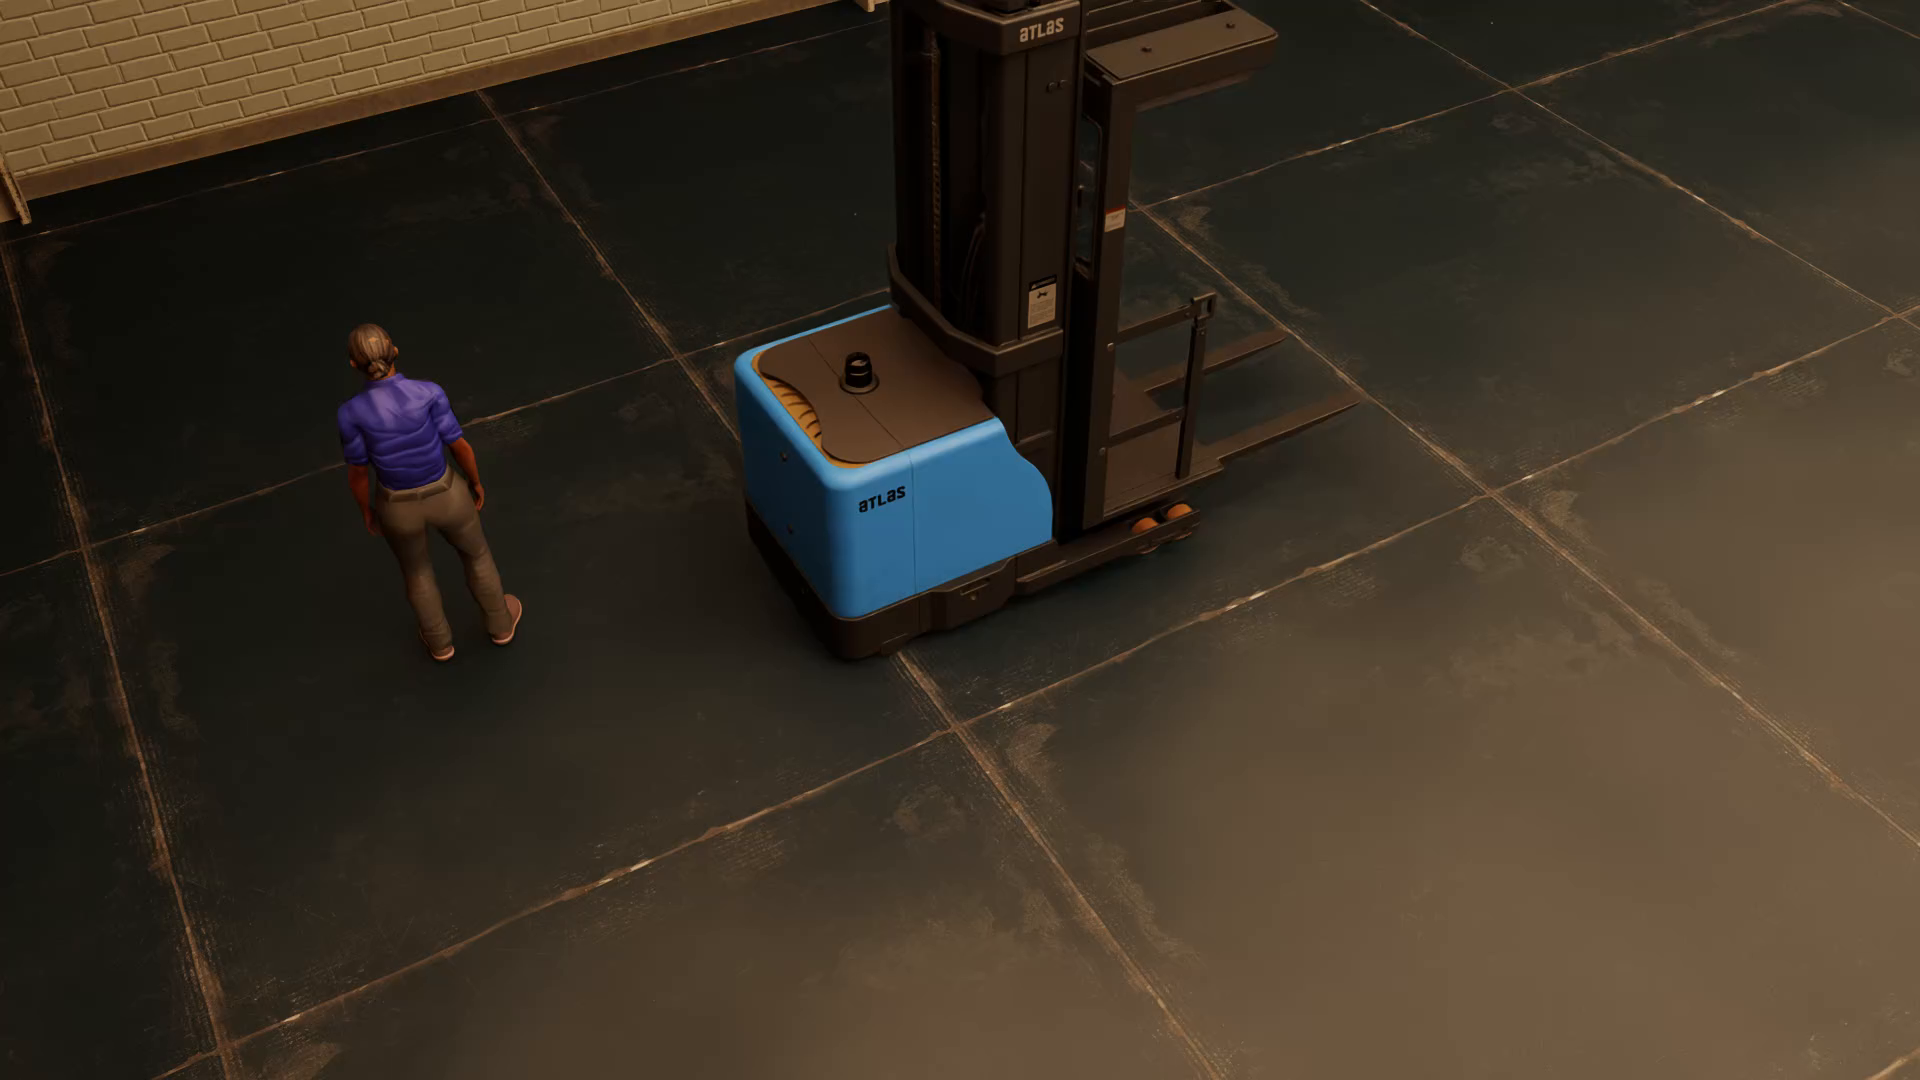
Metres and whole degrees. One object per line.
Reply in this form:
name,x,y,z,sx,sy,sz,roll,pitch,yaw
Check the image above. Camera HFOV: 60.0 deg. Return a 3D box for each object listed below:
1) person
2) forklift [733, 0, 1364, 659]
person,-2.195,-0.172,6.824,0.529,1.653,0.349,-15,45,-15
forklift,0.543,-1.303,7.103,3.031,2.935,1.130,-22,47,-22
